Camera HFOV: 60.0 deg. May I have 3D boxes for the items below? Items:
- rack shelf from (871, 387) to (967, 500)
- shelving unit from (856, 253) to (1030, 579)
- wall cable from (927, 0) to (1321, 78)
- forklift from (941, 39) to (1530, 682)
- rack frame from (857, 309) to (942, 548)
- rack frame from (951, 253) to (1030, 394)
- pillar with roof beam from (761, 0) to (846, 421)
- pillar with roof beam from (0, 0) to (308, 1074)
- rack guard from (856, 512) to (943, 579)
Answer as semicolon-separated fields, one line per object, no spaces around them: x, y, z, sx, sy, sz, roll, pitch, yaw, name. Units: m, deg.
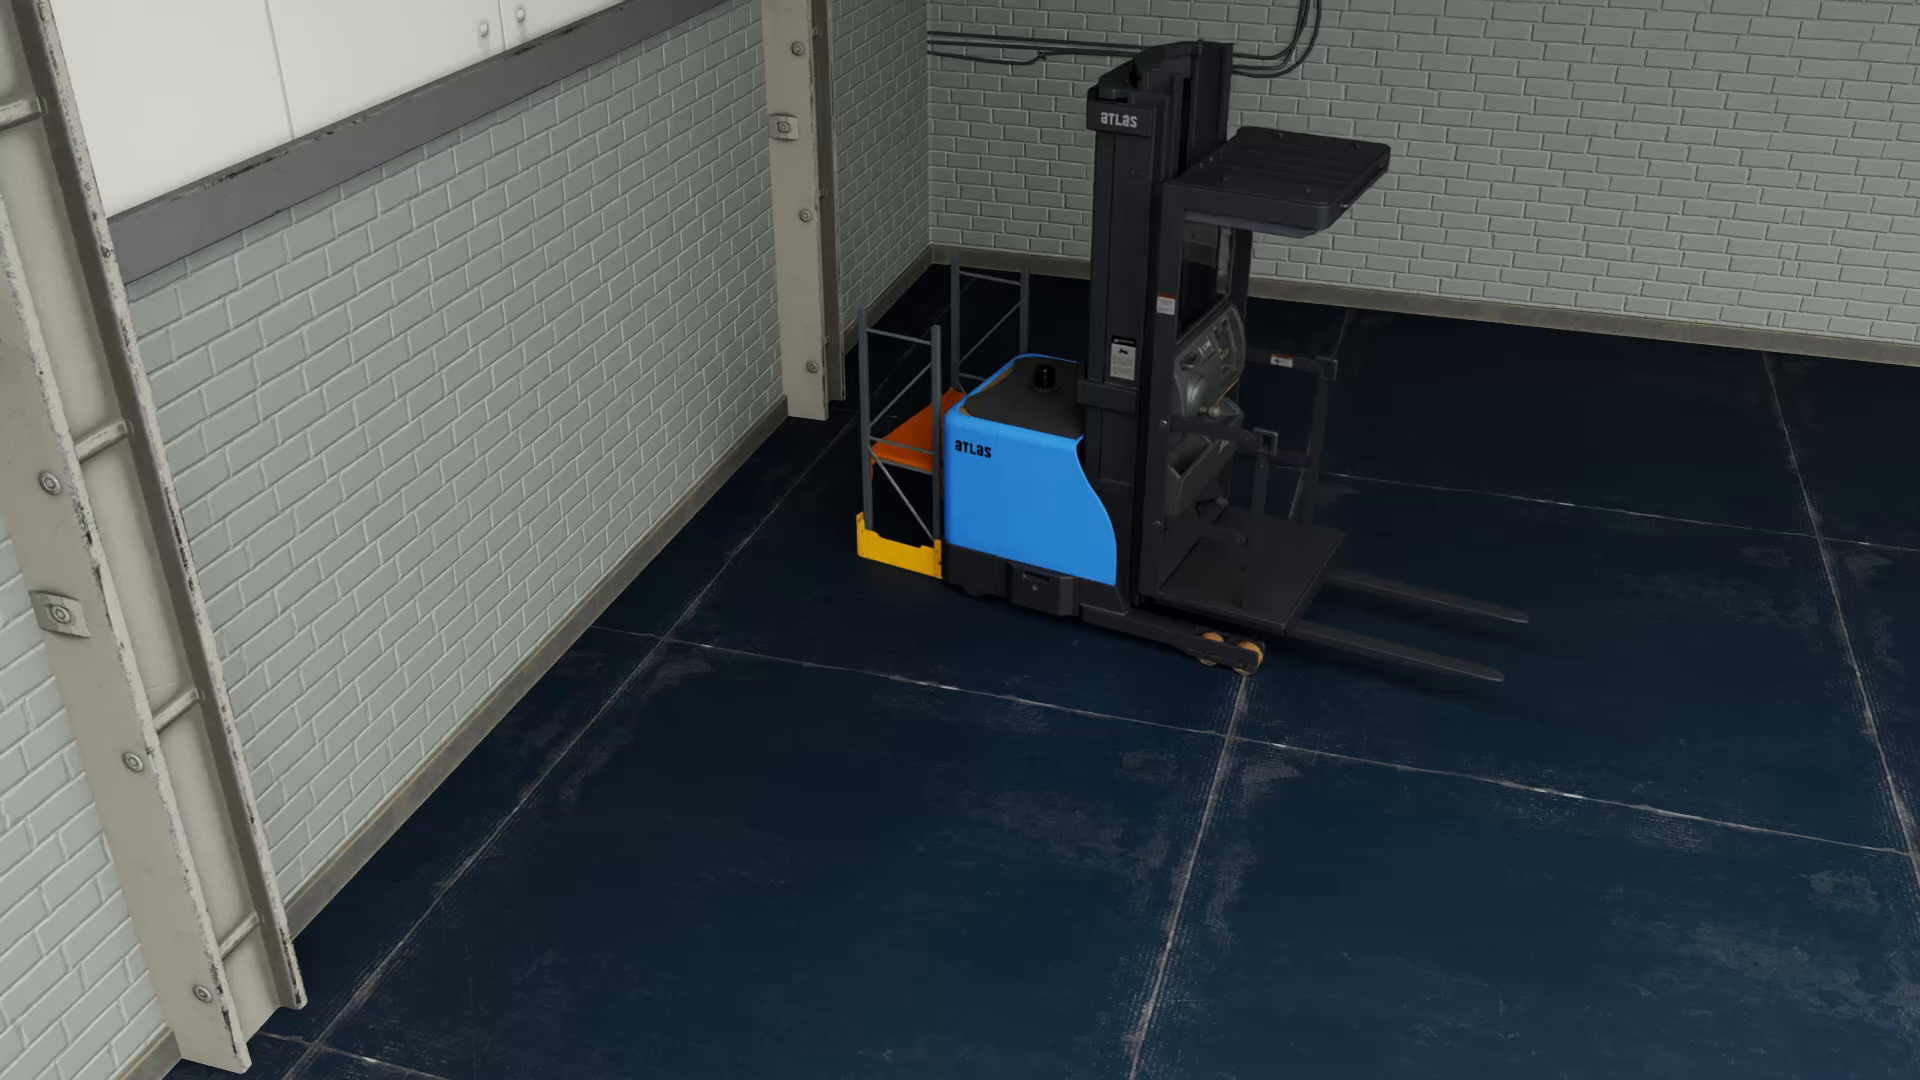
-0.076;-0.575;9.611;0.538;0.185;1.000;15;33;25;rack shelf
-0.081;-0.728;9.517;0.587;1.500;1.083;15;33;25;shelving unit
1.136;-4.673;12.088;3.097;2.526;0.112;8;30;15;wall cable
1.444;-0.887;8.330;3.031;2.935;1.130;14;32;24;forklift
-0.324;-0.517;9.136;0.500;1.500;0.032;15;33;25;rack frame
0.172;-0.948;9.911;0.500;1.500;0.032;15;33;25;rack frame
3.122;-4.235;8.107;9.100;9.000;0.400;8;30;15;pillar with roof beam
1.361;-1.447;3.094;9.100;9.000;0.400;8;30;15;pillar with roof beam
-0.324;0.029;9.441;0.587;0.250;0.087;15;33;25;rack guard
